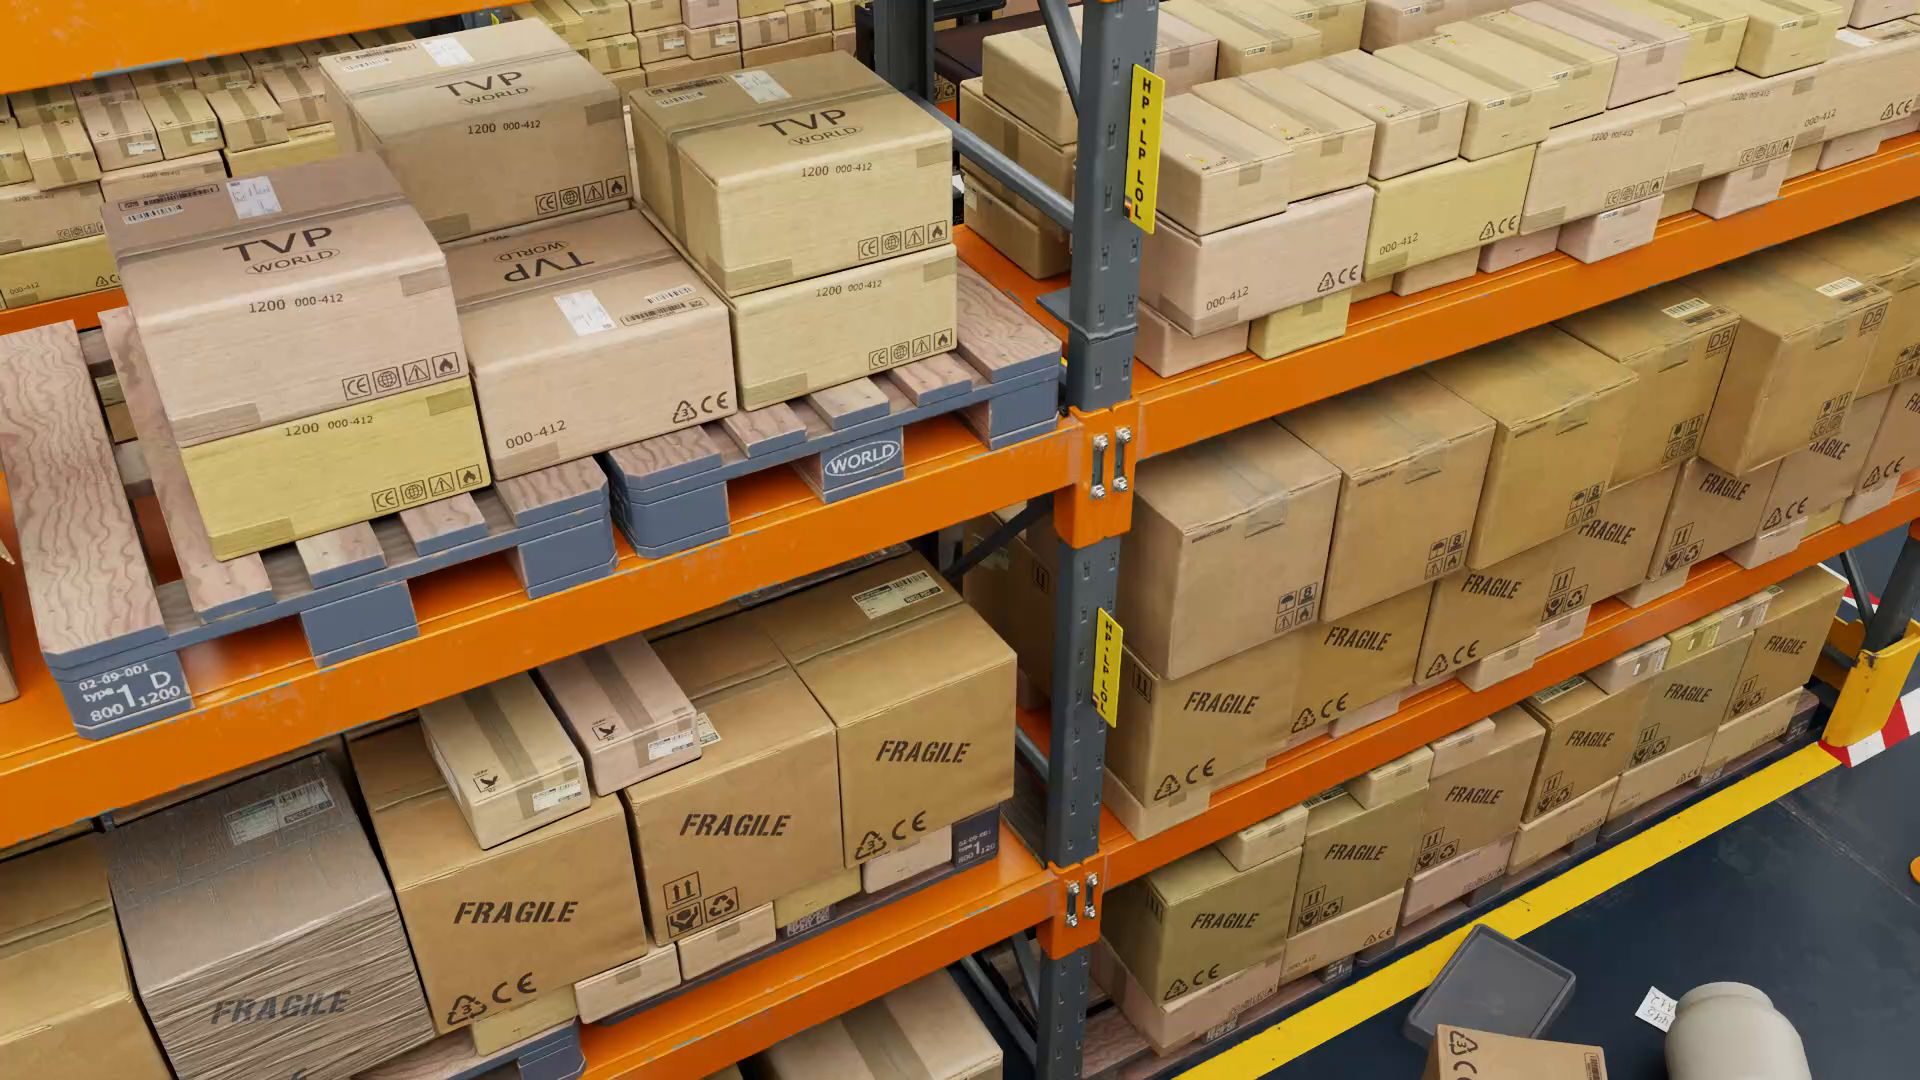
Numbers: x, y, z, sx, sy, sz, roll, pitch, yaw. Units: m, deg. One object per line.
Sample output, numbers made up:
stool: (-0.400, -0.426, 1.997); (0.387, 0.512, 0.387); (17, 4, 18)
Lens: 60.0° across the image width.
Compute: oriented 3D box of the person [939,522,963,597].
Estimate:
person: (-0.065, -0.068, 6.748); (0.439, 1.671, 0.359); (-27, 45, -31)
